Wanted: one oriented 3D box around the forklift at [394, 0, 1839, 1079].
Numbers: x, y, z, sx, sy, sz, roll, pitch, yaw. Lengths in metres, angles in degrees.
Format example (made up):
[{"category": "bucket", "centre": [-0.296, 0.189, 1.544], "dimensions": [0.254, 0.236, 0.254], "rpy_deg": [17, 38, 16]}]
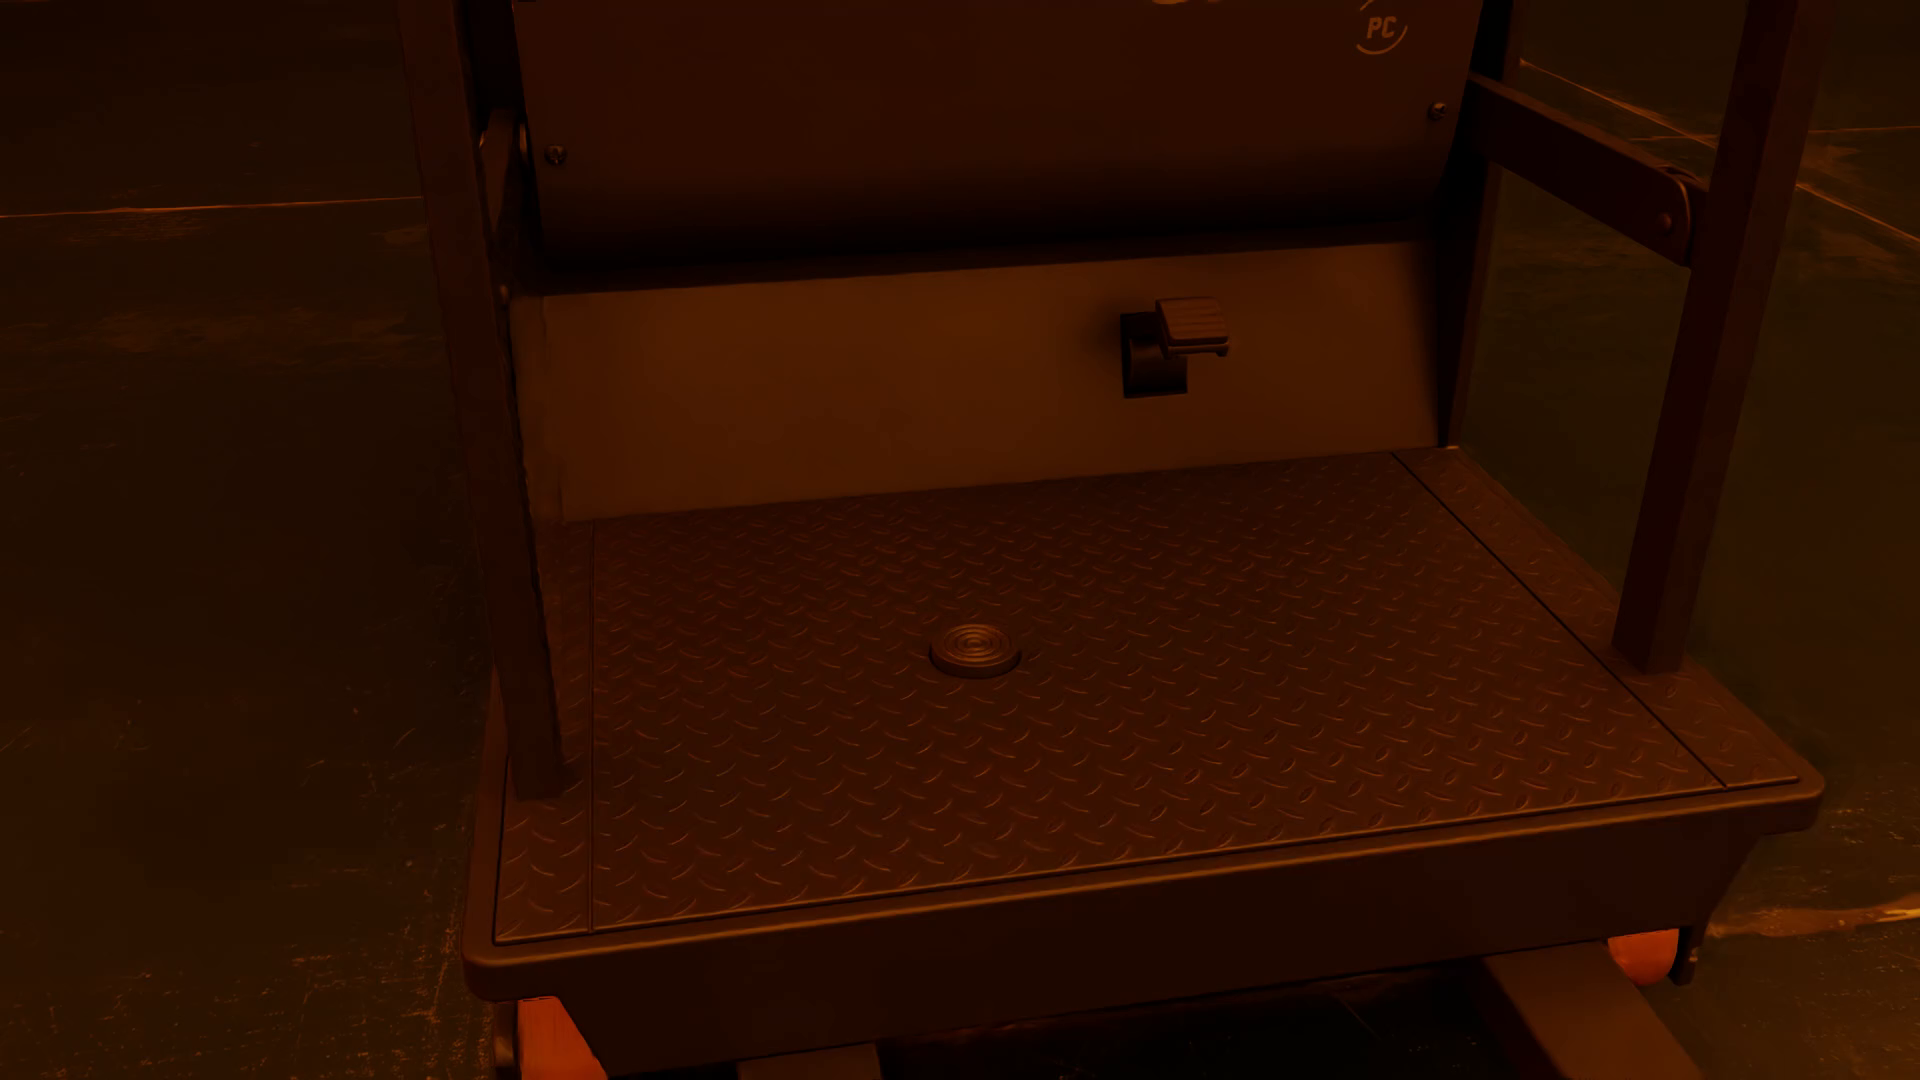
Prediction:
[{"category": "forklift", "centre": [0.091, -0.945, 1.154], "dimensions": [1.130, 2.935, 3.031], "rpy_deg": [-5, 28, -10]}]
